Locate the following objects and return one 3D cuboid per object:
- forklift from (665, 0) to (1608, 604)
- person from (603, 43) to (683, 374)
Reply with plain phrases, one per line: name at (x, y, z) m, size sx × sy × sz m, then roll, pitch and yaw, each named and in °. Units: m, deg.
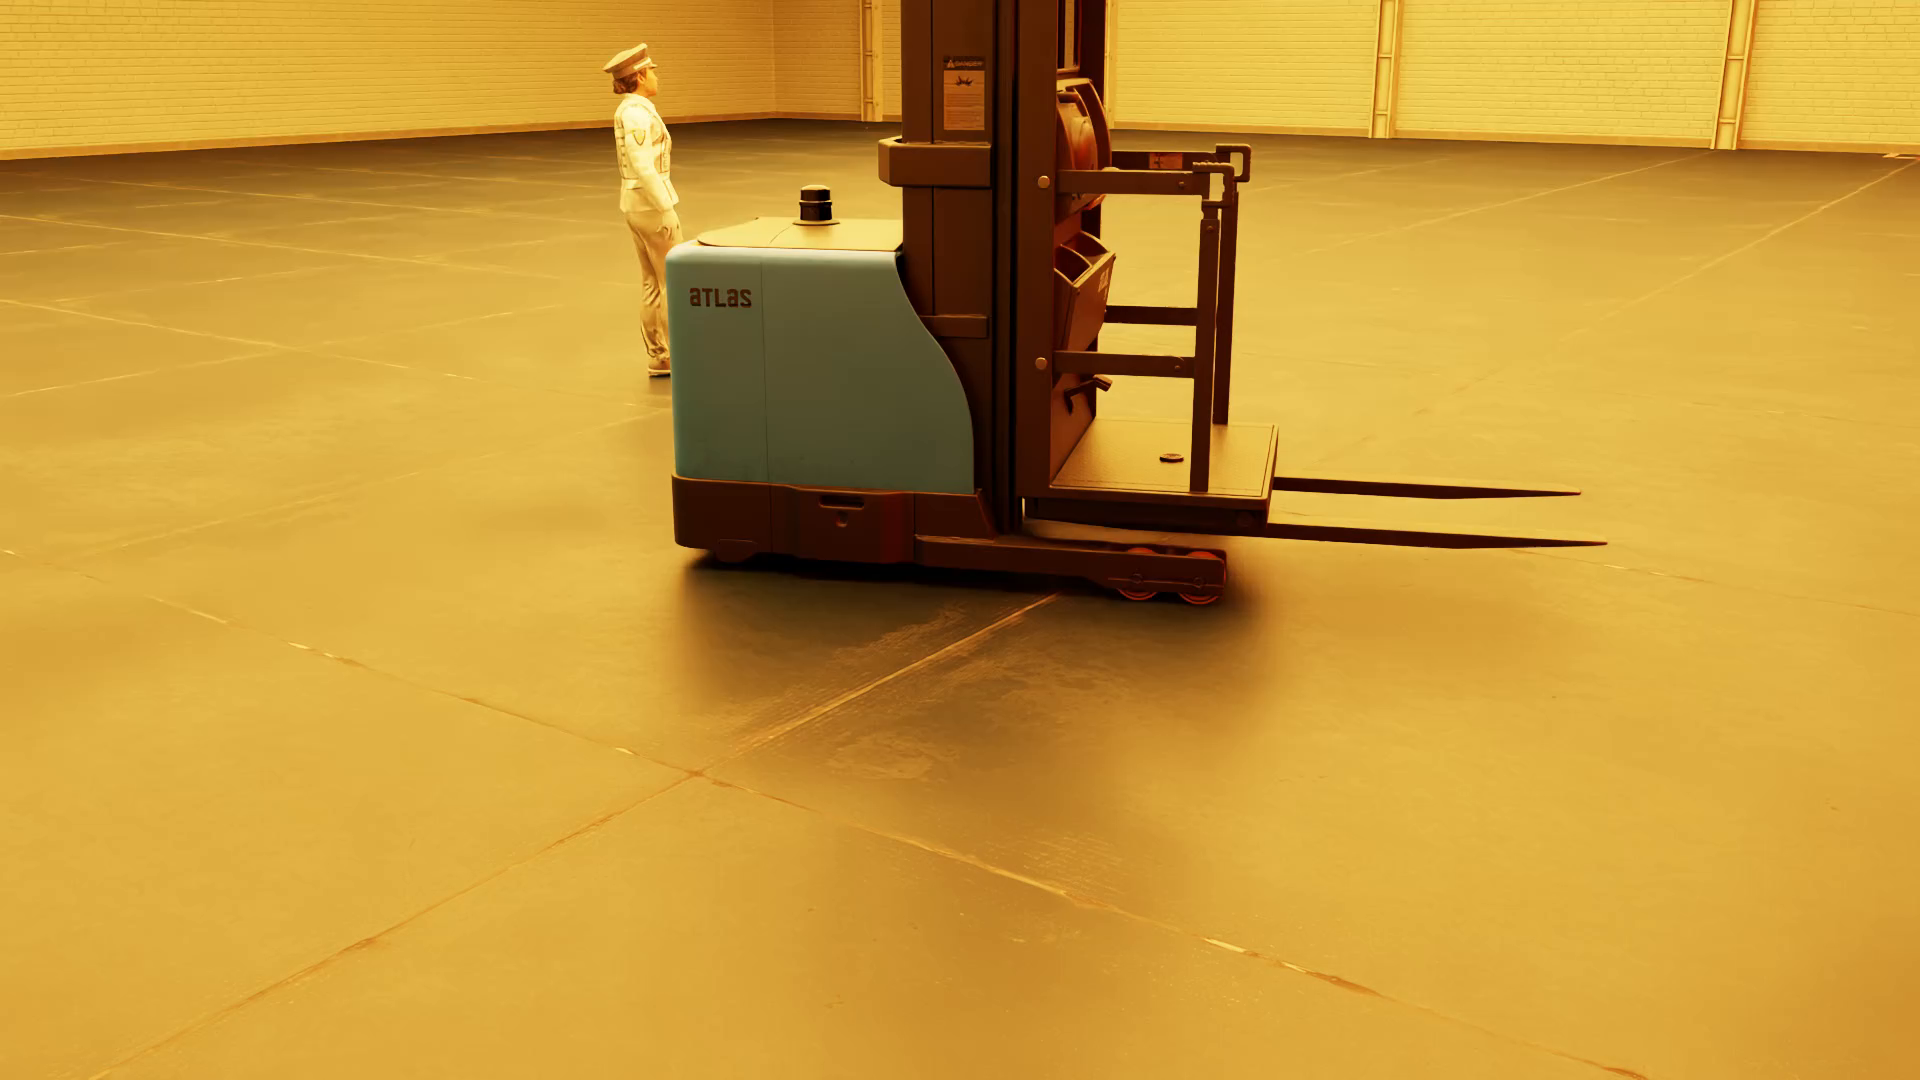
forklift at (0.595, -1.367, 5.404) m, size 3.031 × 2.935 × 1.130 m, roll 4°, pitch 17°, yaw 12°
person at (-1.535, -1.701, 8.653) m, size 0.535 × 1.697 × 0.587 m, roll -5°, pitch 17°, yaw -18°
